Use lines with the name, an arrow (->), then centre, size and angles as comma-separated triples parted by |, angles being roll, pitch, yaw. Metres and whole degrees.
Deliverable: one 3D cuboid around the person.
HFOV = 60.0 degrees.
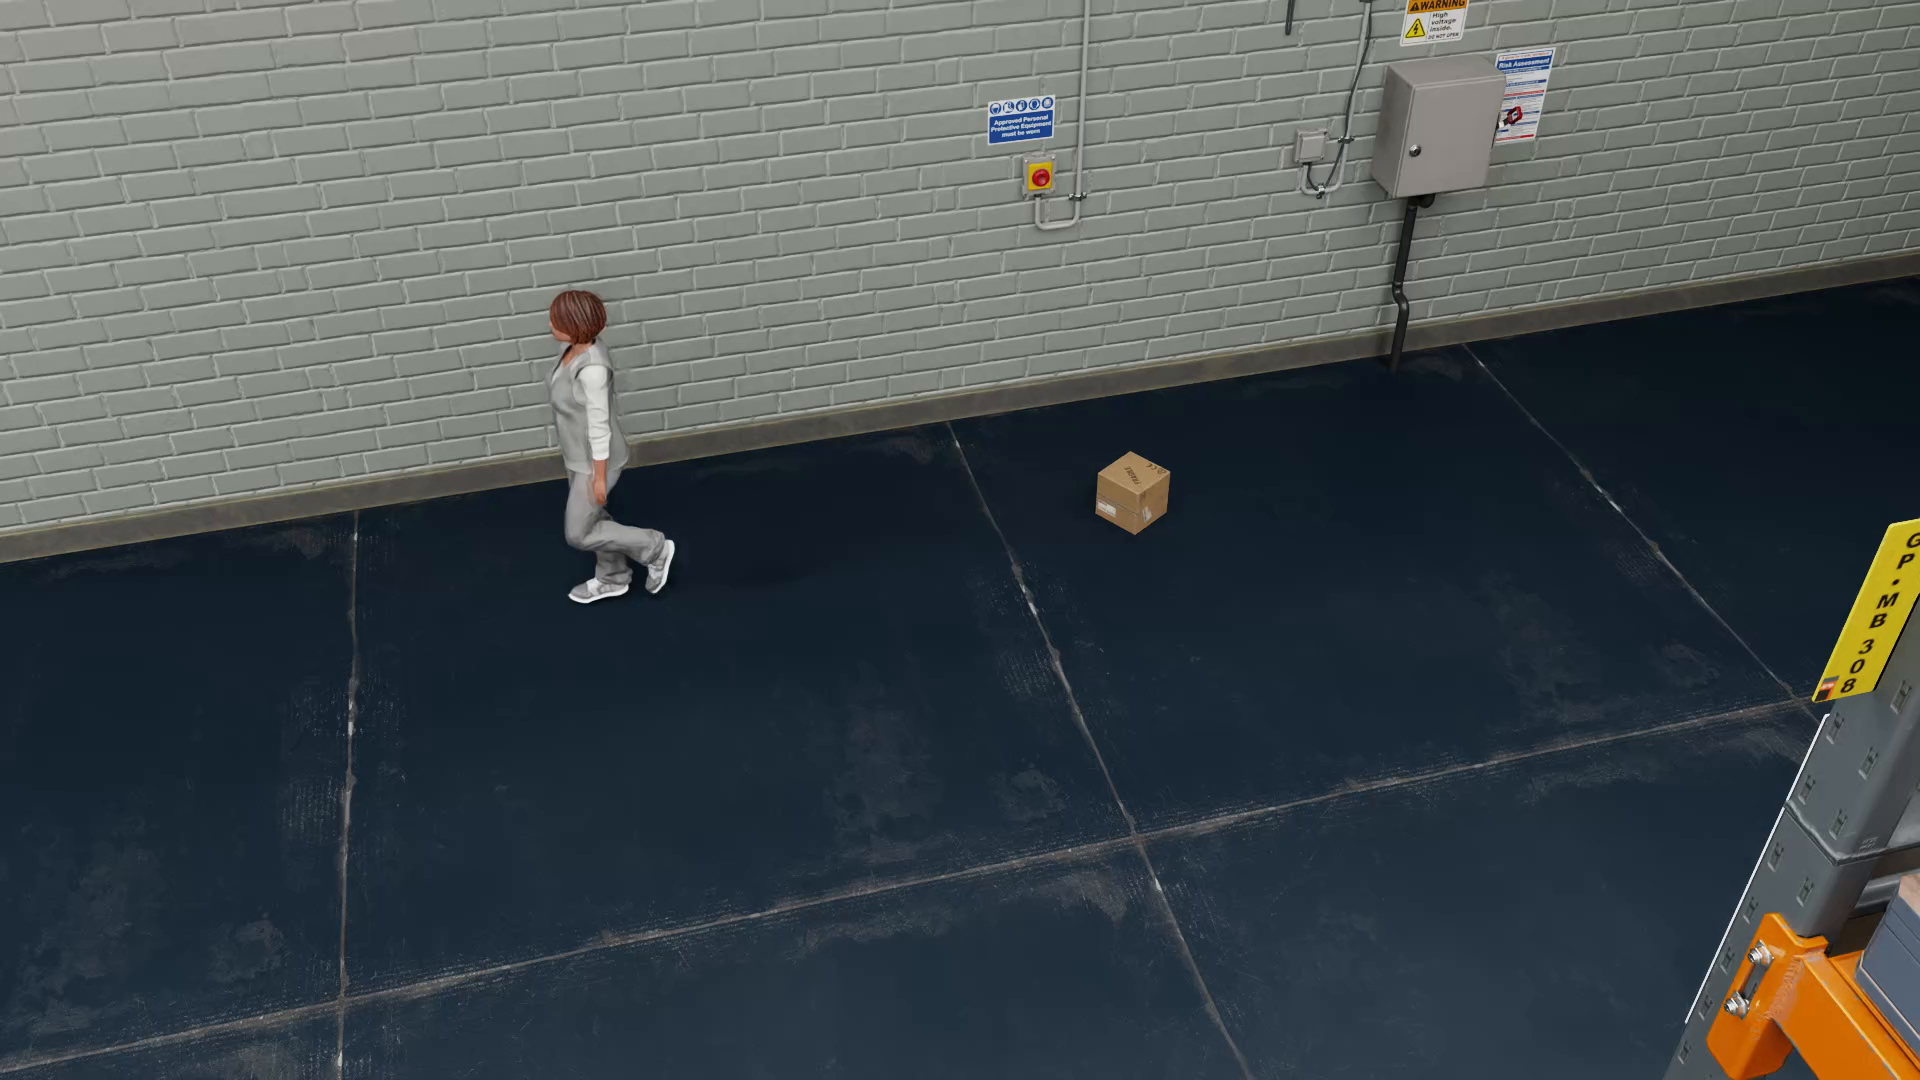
person -> -1.538, -0.363, 7.141 | 0.487, 1.573, 0.434 | -14, 41, -17
